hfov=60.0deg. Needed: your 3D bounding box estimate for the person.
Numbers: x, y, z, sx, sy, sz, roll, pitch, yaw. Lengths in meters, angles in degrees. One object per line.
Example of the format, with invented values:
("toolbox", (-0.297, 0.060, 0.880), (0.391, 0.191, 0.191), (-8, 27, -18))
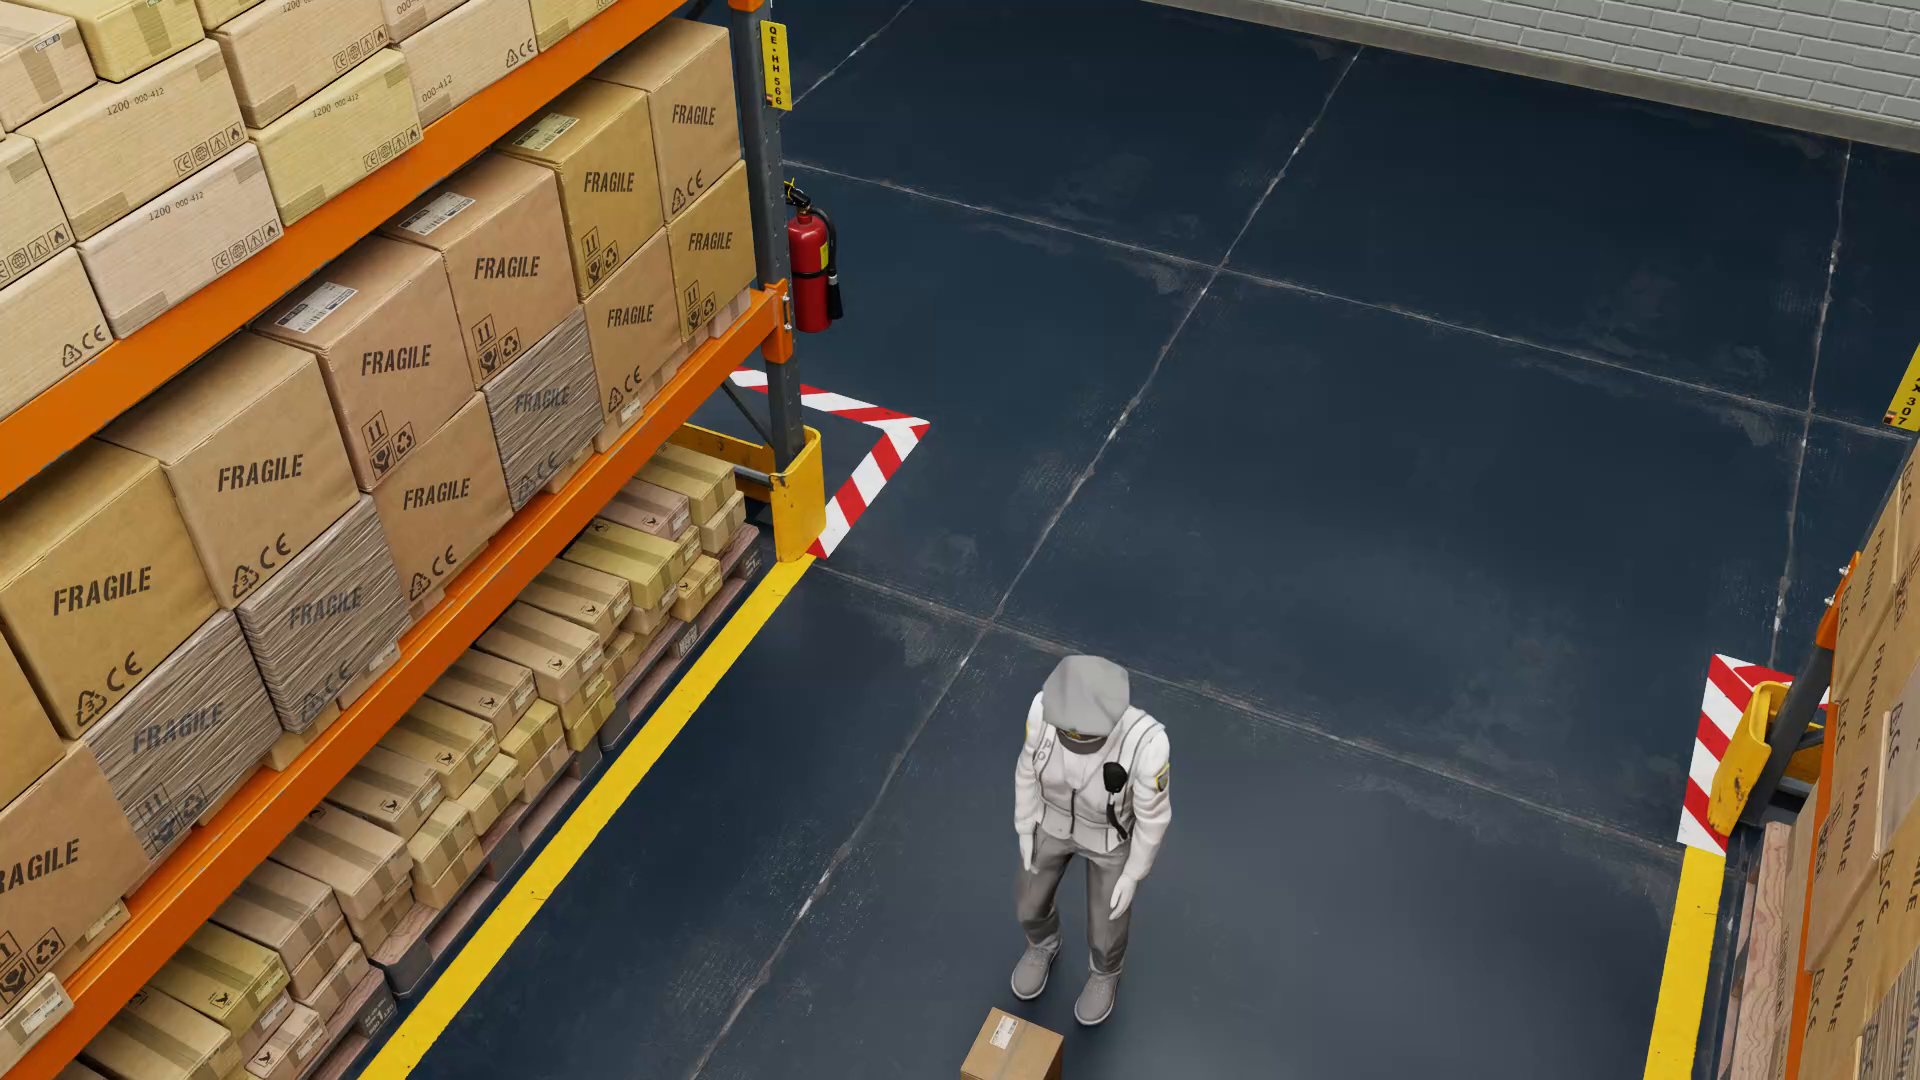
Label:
("person", (0.392, 0.936, 5.167), (0.500, 1.626, 0.446), (19, 45, 19))
